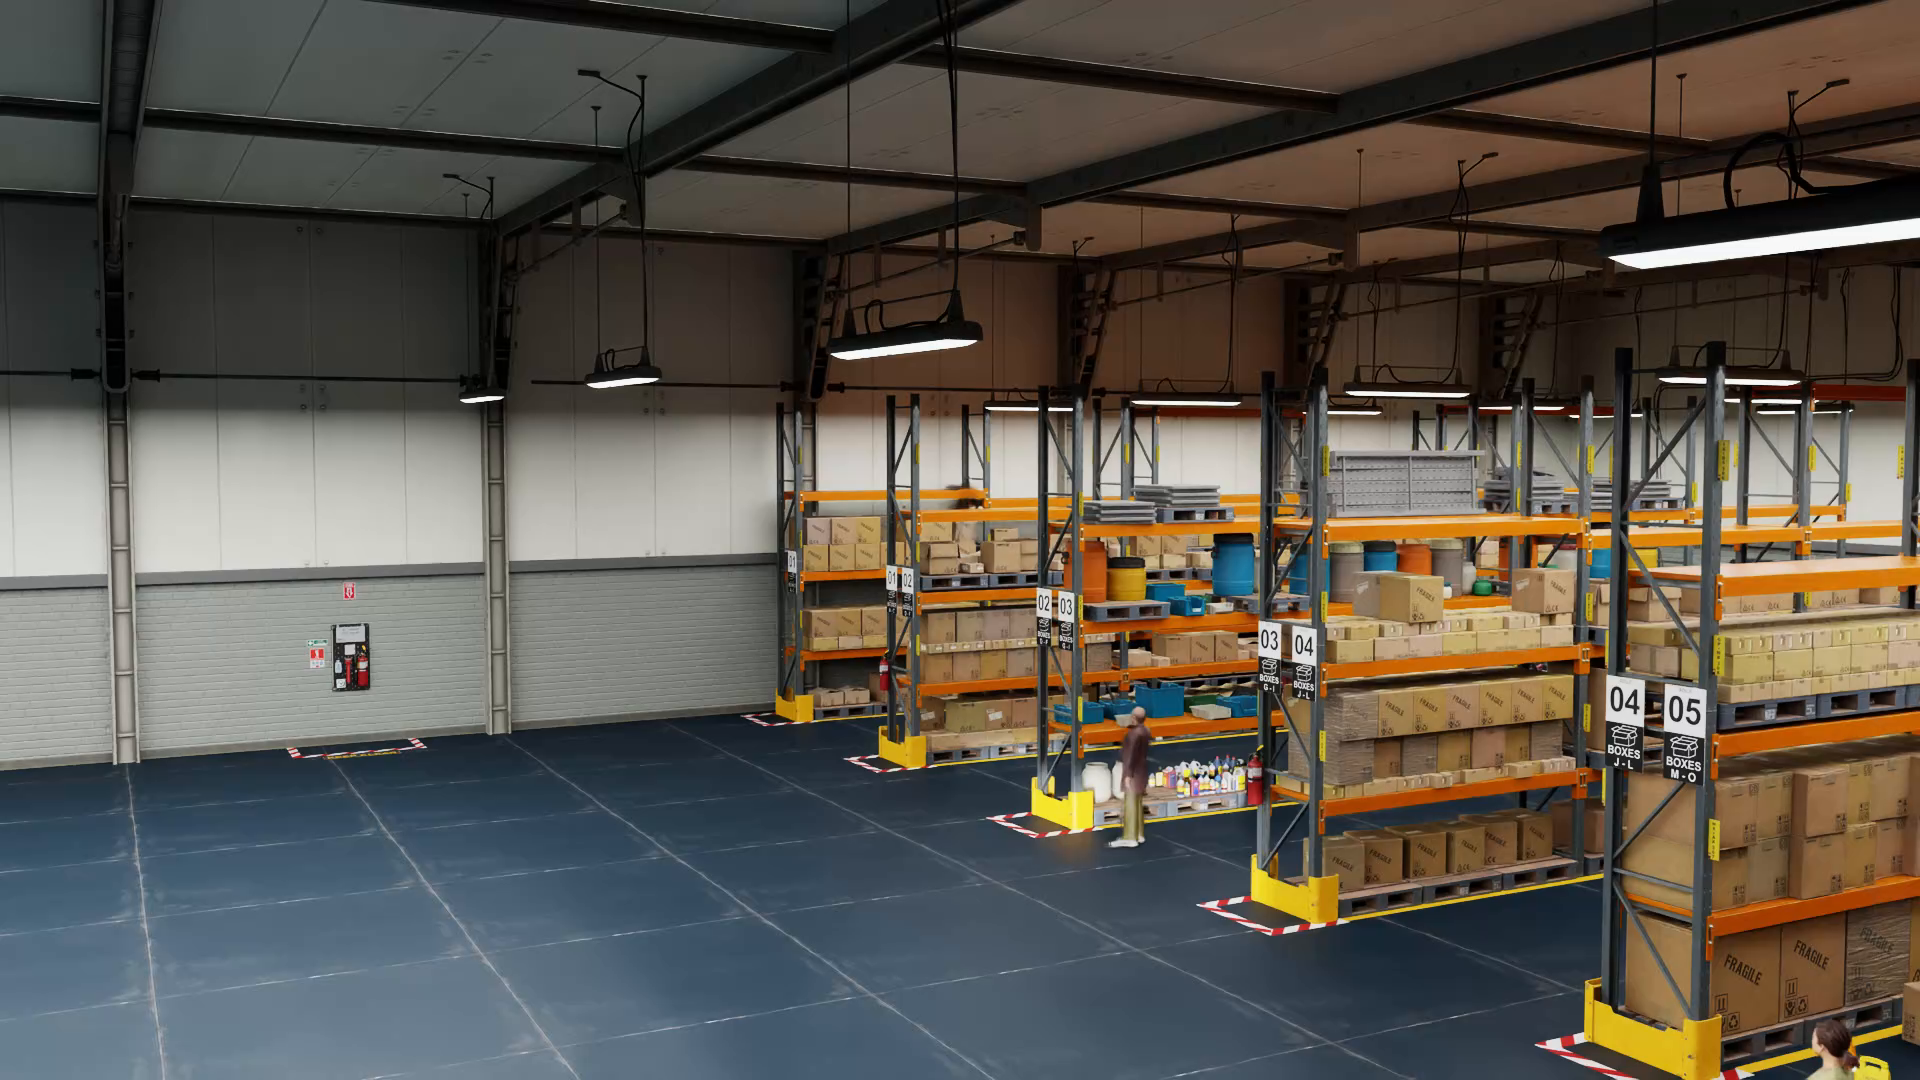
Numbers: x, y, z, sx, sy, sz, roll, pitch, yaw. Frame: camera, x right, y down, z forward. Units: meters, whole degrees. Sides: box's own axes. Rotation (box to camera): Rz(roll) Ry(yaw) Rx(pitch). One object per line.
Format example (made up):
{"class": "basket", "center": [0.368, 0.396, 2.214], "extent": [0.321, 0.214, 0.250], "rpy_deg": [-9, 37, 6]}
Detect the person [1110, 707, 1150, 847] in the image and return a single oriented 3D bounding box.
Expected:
{"class": "person", "center": [2.212, 3.053, 21.559], "extent": [0.474, 1.786, 0.607], "rpy_deg": [1, 3, 12]}

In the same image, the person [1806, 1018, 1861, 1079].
{"class": "person", "center": [5.269, 3.765, 10.106], "extent": [0.331, 1.716, 0.447], "rpy_deg": [1, 3, 22]}
